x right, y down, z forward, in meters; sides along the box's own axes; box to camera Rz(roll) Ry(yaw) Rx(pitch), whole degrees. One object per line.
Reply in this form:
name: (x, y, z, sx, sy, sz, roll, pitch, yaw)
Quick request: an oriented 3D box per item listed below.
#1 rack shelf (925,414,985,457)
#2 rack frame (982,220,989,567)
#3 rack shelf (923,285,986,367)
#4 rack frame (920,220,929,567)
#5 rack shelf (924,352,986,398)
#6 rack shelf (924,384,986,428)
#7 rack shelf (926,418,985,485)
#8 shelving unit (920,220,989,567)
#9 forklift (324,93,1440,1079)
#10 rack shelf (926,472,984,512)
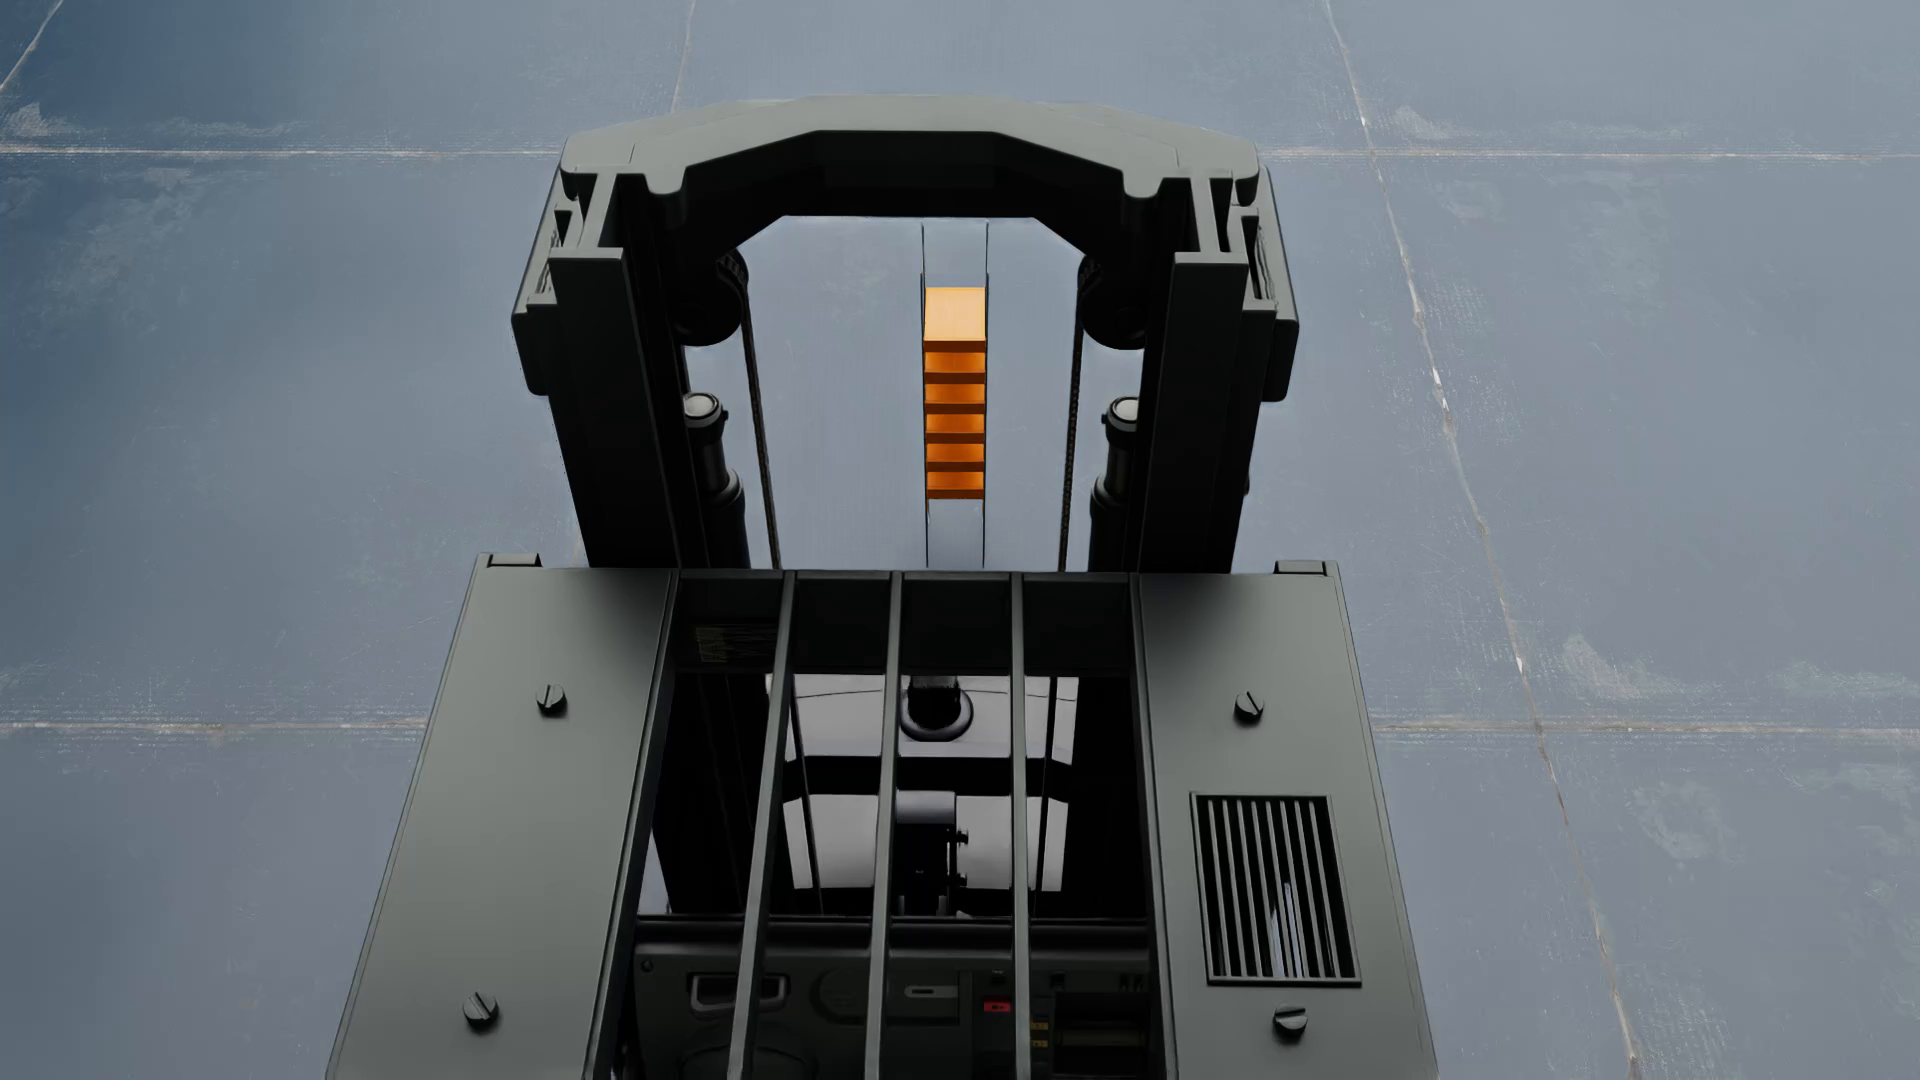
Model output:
rack shelf: (-0.014, -0.379, 5.100, 0.180, 0.103, 0.258, 0, 47, 0)
rack frame: (0.077, -0.409, 5.067, 0.006, 1.200, 0.240, 0, 47, 0)
rack shelf: (-0.014, -0.624, 4.836, 0.180, 0.103, 0.258, 0, 47, 0)
rack frame: (-0.106, -0.409, 5.067, 0.006, 1.200, 0.240, 0, 47, 0)
rack shelf: (-0.014, -0.542, 4.924, 0.180, 0.103, 0.258, 0, 47, 0)
rack shelf: (-0.014, -0.460, 5.012, 0.180, 0.103, 0.258, 0, 47, 0)
rack shelf: (-0.014, -0.297, 5.188, 0.180, 0.103, 0.258, 0, 47, 0)
shelving unit: (-0.014, -0.409, 5.067, 0.189, 1.200, 0.258, 0, 47, 0)
forklift: (-0.071, 0.945, 2.625, 1.130, 2.935, 3.031, 1, 47, 1)
rack shelf: (-0.014, -0.215, 5.275, 0.180, 0.103, 0.258, 0, 47, 0)
